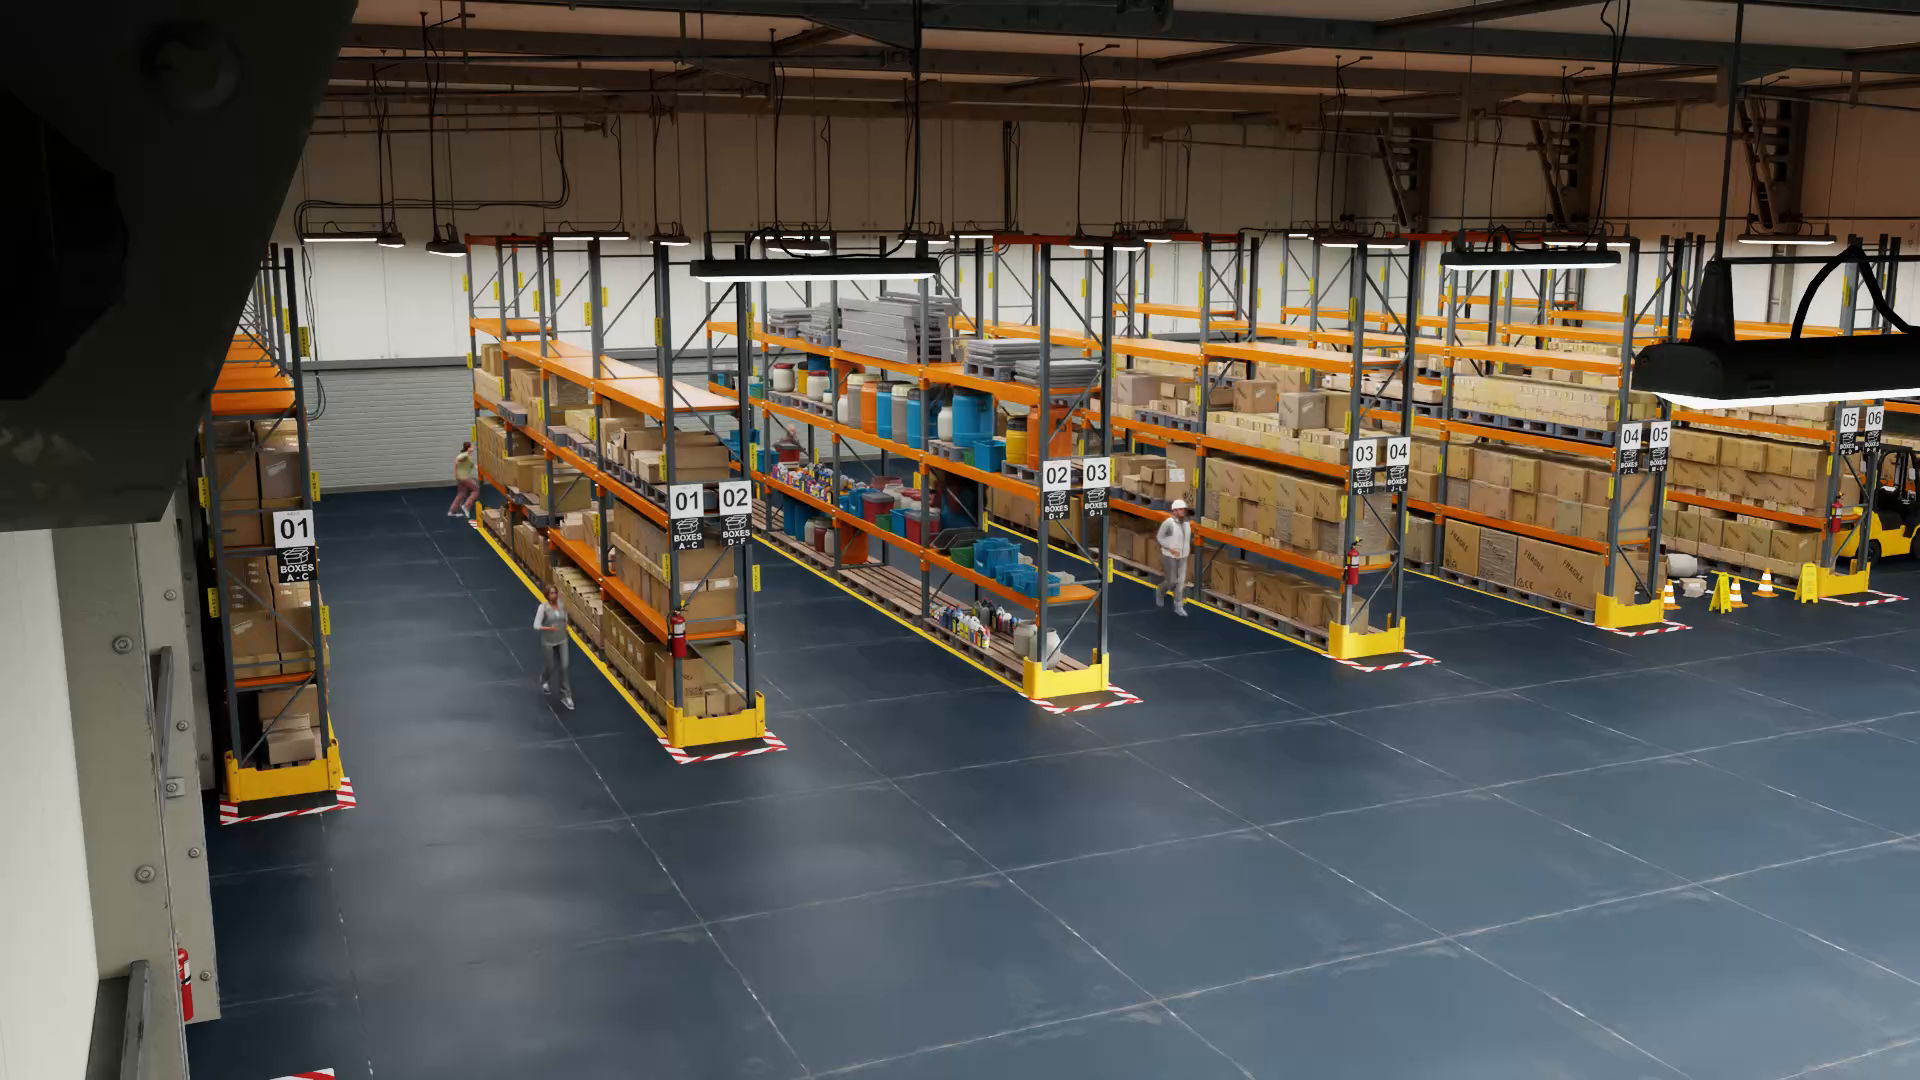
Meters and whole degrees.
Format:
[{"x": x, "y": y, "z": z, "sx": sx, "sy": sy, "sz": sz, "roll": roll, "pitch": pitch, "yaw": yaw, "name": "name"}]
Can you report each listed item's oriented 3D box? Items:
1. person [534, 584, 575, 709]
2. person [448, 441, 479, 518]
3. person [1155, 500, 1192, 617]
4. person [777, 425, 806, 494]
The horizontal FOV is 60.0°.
[{"x": -5.321, "y": 1.359, "z": 21.793, "sx": 0.536, "sy": 1.595, "sz": 0.878, "roll": -8, "pitch": 13, "yaw": -34, "name": "person"}, {"x": -10.567, "y": -1.286, "z": 35.443, "sx": 0.772, "sy": 1.637, "sz": 0.567, "roll": -5, "pitch": 12, "yaw": -23, "name": "person"}, {"x": 3.346, "y": 0.246, "z": 25.787, "sx": 0.684, "sy": 1.779, "sz": 0.797, "roll": -6, "pitch": 13, "yaw": -30, "name": "person"}, {"x": -3.853, "y": -1.756, "z": 37.770, "sx": 0.841, "sy": 1.772, "sz": 0.826, "roll": 3, "pitch": 11, "yaw": 15, "name": "person"}]
